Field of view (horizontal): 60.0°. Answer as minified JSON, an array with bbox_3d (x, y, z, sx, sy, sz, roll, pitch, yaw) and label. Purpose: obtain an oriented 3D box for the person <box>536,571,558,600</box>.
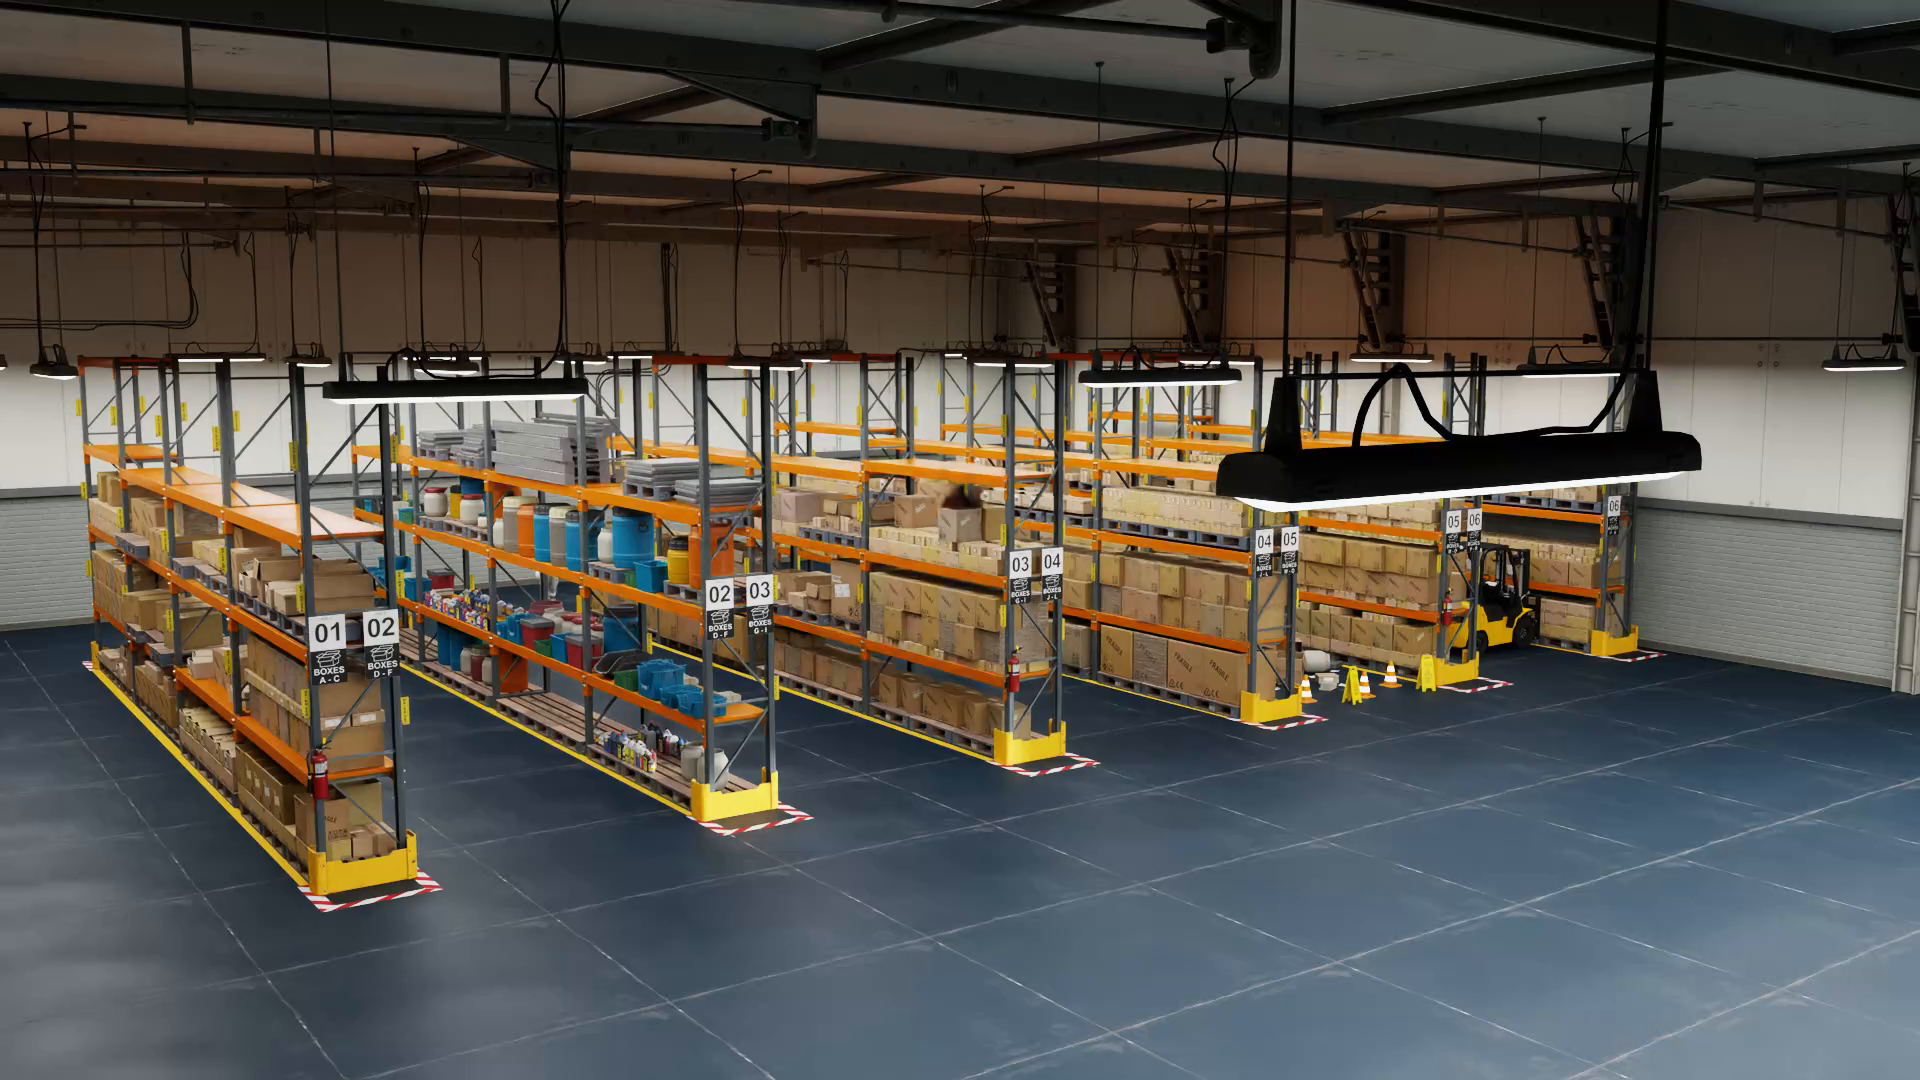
[{"bbox_3d":[-9.583,0.751,38.828,0.613,1.742,1.062,-3,7,-20],"label":"person"}]
